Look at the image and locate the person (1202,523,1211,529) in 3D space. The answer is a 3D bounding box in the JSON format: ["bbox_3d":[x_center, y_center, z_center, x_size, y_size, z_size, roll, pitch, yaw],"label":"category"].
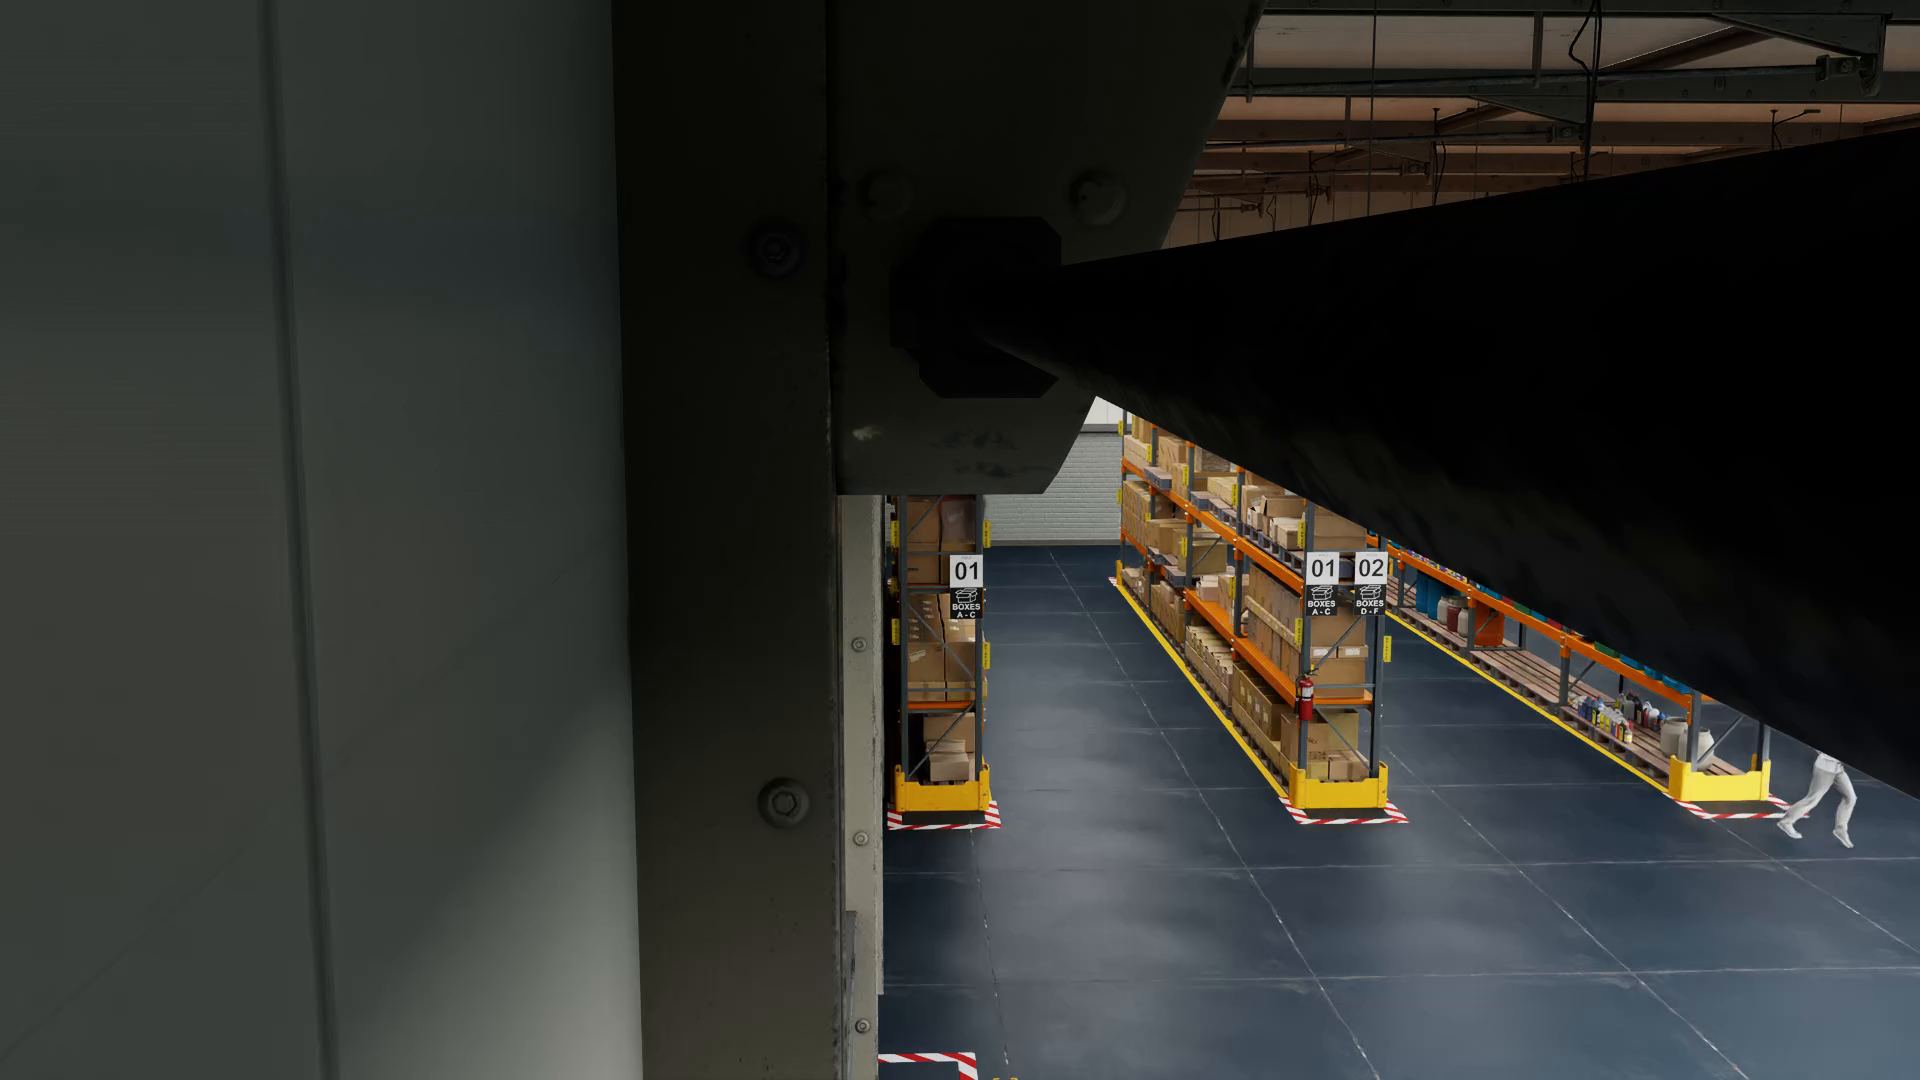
[{"bbox_3d":[5.391,0.073,37.032,0.659,1.682,0.714,8,11,42],"label":"person"}]

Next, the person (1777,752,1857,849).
[{"bbox_3d":[9.985,2.685,19.198,0.876,1.742,0.623,6,10,35],"label":"person"}]
